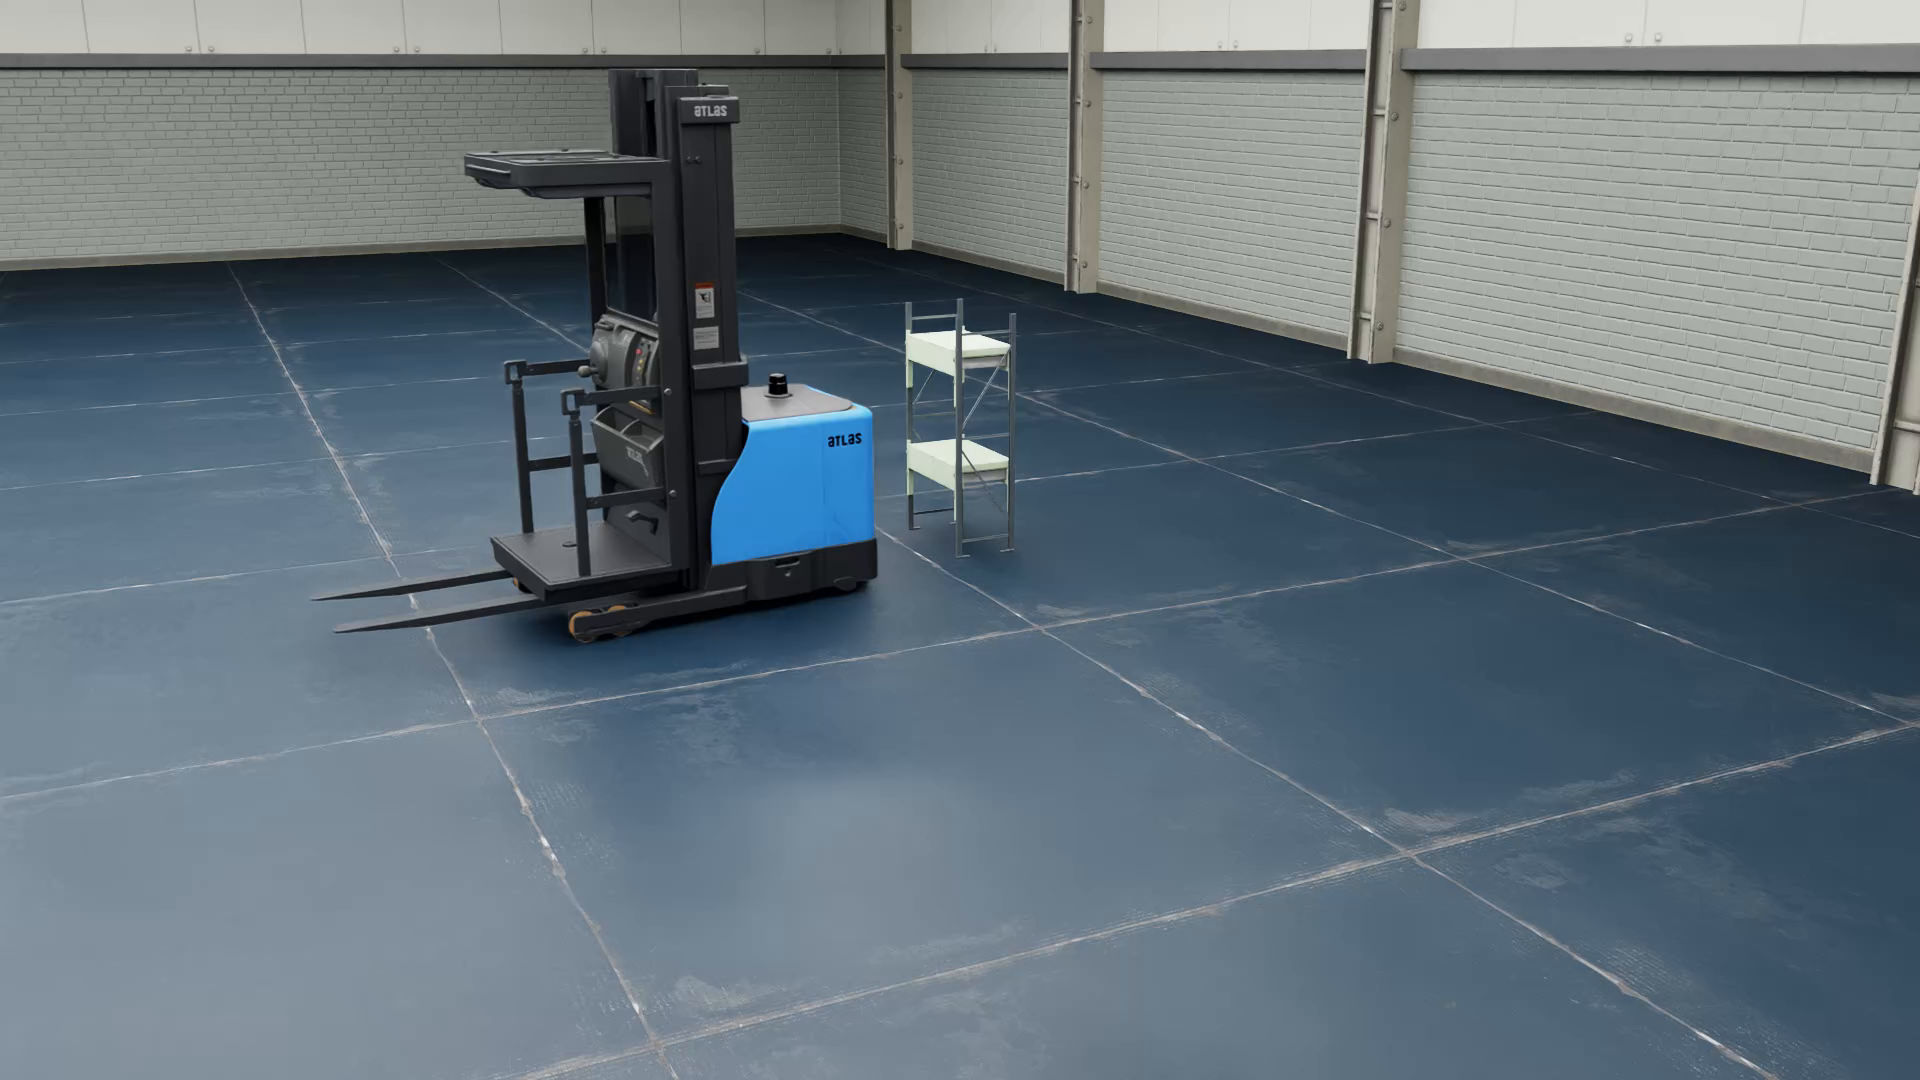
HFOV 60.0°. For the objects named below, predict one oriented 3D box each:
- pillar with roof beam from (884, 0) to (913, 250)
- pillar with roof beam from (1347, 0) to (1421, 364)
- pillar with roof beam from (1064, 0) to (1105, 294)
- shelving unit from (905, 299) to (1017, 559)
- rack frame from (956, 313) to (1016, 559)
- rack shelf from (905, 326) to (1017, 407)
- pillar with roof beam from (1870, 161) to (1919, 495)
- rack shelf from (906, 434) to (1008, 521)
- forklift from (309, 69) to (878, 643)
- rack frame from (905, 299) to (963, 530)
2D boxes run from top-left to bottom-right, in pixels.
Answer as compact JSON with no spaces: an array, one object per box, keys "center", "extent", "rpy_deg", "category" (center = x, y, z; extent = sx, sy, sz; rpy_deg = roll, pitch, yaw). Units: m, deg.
[{"center":[-4.861,-8.654,24.594],"extent":[9.100,9.000,0.400],"rpy_deg":[-8,18,-25],"category":"pillar with roof beam"},{"center":[0.396,-5.679,14.225],"extent":[9.100,9.000,0.400],"rpy_deg":[-8,18,-25],"category":"pillar with roof beam"},{"center":[-2.233,-7.166,19.409],"extent":[9.100,9.000,0.400],"rpy_deg":[-8,18,-25],"category":"pillar with roof beam"},{"center":[-0.003,-0.723,10.550],"extent":[0.431,1.500,0.755],"rpy_deg":[-8,18,-25],"category":"shelving unit"},{"center":[0.157,-0.632,10.233],"extent":[0.400,1.500,0.023],"rpy_deg":[-8,18,-25],"category":"rack frame"},{"center":[-0.003,-1.098,10.442],"extent":[0.431,0.370,0.720],"rpy_deg":[-8,18,-25],"category":"rack shelf"},{"center":[3.024,-4.191,9.041],"extent":[9.100,9.000,0.400],"rpy_deg":[-8,18,-25],"category":"pillar with roof beam"},{"center":[-0.003,-0.409,10.639],"extent":[0.431,0.370,0.720],"rpy_deg":[-8,18,-25],"category":"rack shelf"},{"center":[-2.012,-1.028,9.020],"extent":[3.031,2.935,1.130],"rpy_deg":[-9,19,-30],"category":"forklift"},{"center":[-0.163,-0.813,10.866],"extent":[0.400,1.500,0.023],"rpy_deg":[-8,18,-25],"category":"rack frame"}]
